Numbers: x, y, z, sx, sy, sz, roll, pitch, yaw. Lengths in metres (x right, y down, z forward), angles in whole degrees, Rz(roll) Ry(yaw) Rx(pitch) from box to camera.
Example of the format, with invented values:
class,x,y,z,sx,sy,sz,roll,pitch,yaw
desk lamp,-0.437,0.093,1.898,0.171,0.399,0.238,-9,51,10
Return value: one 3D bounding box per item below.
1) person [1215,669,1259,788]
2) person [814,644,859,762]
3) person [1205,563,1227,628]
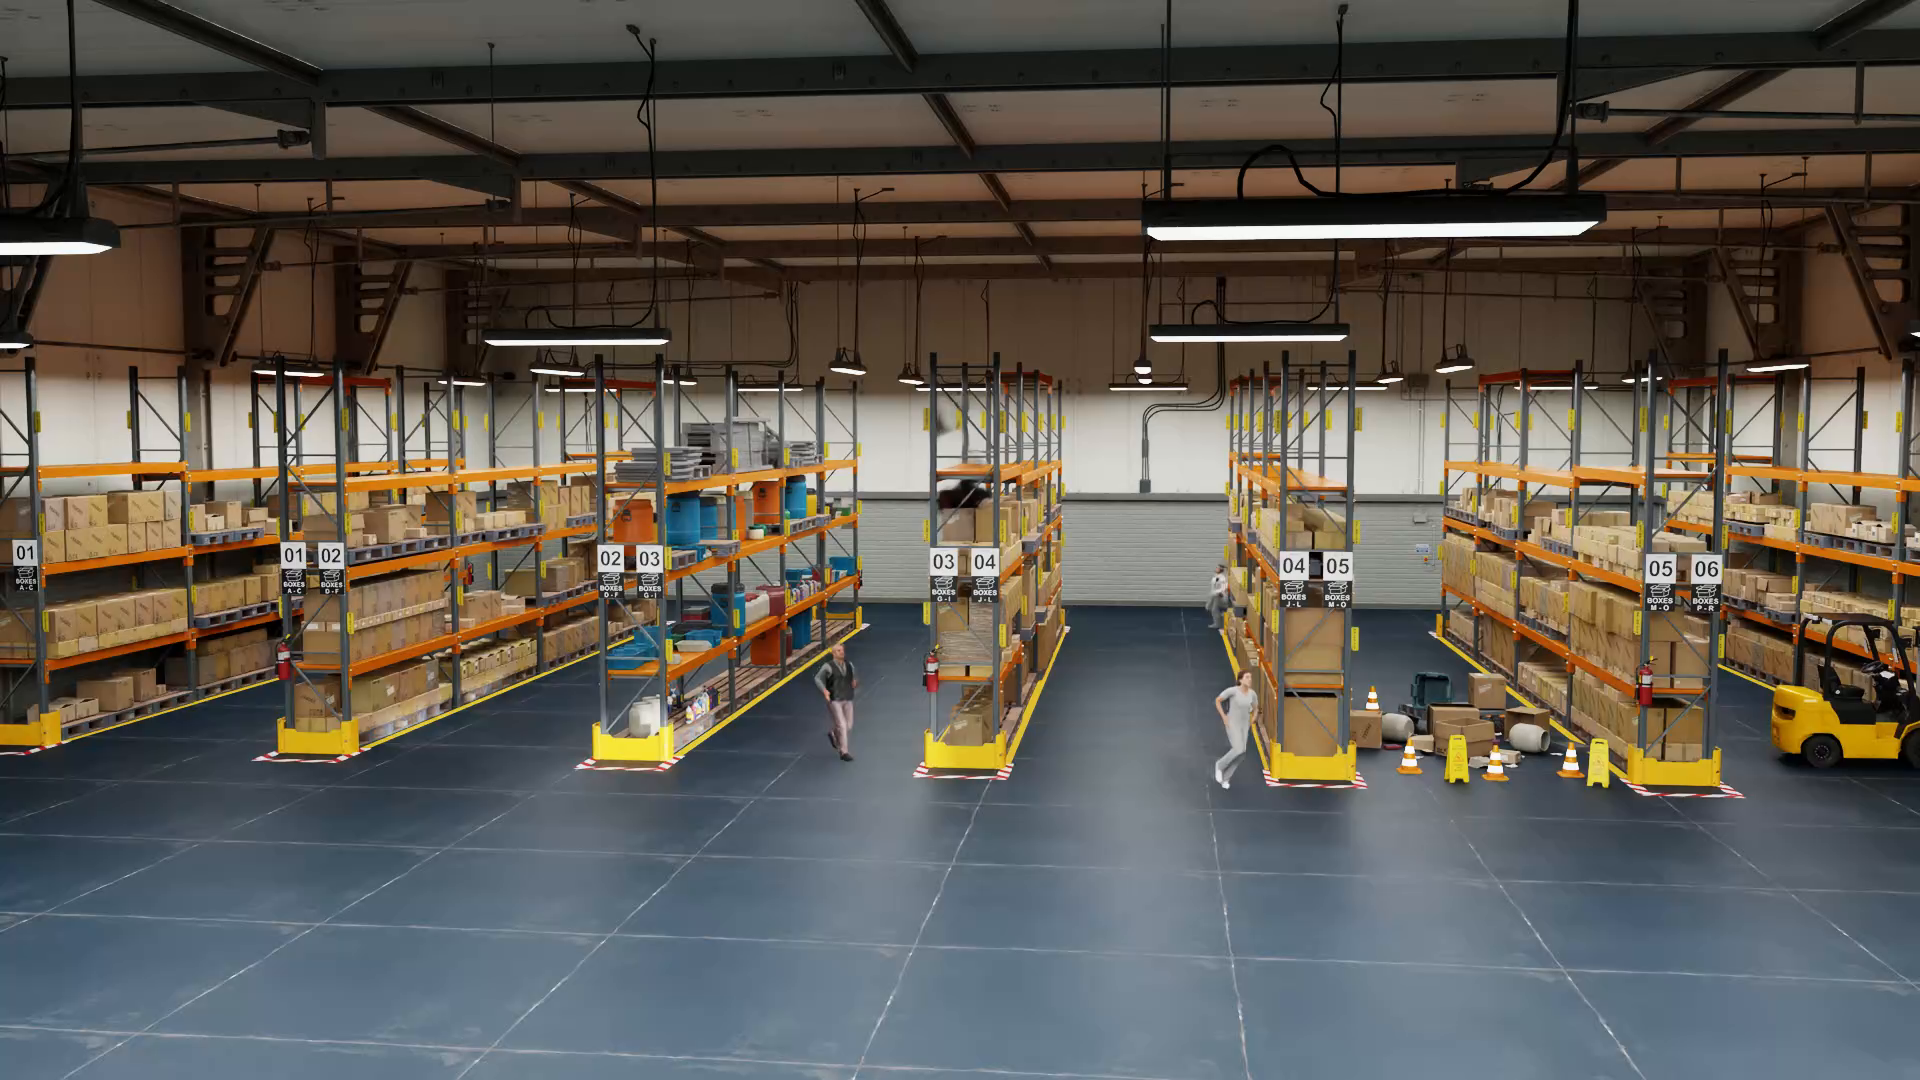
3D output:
class,x,y,z,sx,sy,sz,roll,pitch,yaw
person,3.835,2.590,22.838,0.583,1.641,0.543,-2,5,-27
person,-1.802,2.400,24.753,0.669,1.698,0.889,-3,5,-35
person,6.244,1.349,40.289,0.525,1.616,0.669,-1,4,-19
